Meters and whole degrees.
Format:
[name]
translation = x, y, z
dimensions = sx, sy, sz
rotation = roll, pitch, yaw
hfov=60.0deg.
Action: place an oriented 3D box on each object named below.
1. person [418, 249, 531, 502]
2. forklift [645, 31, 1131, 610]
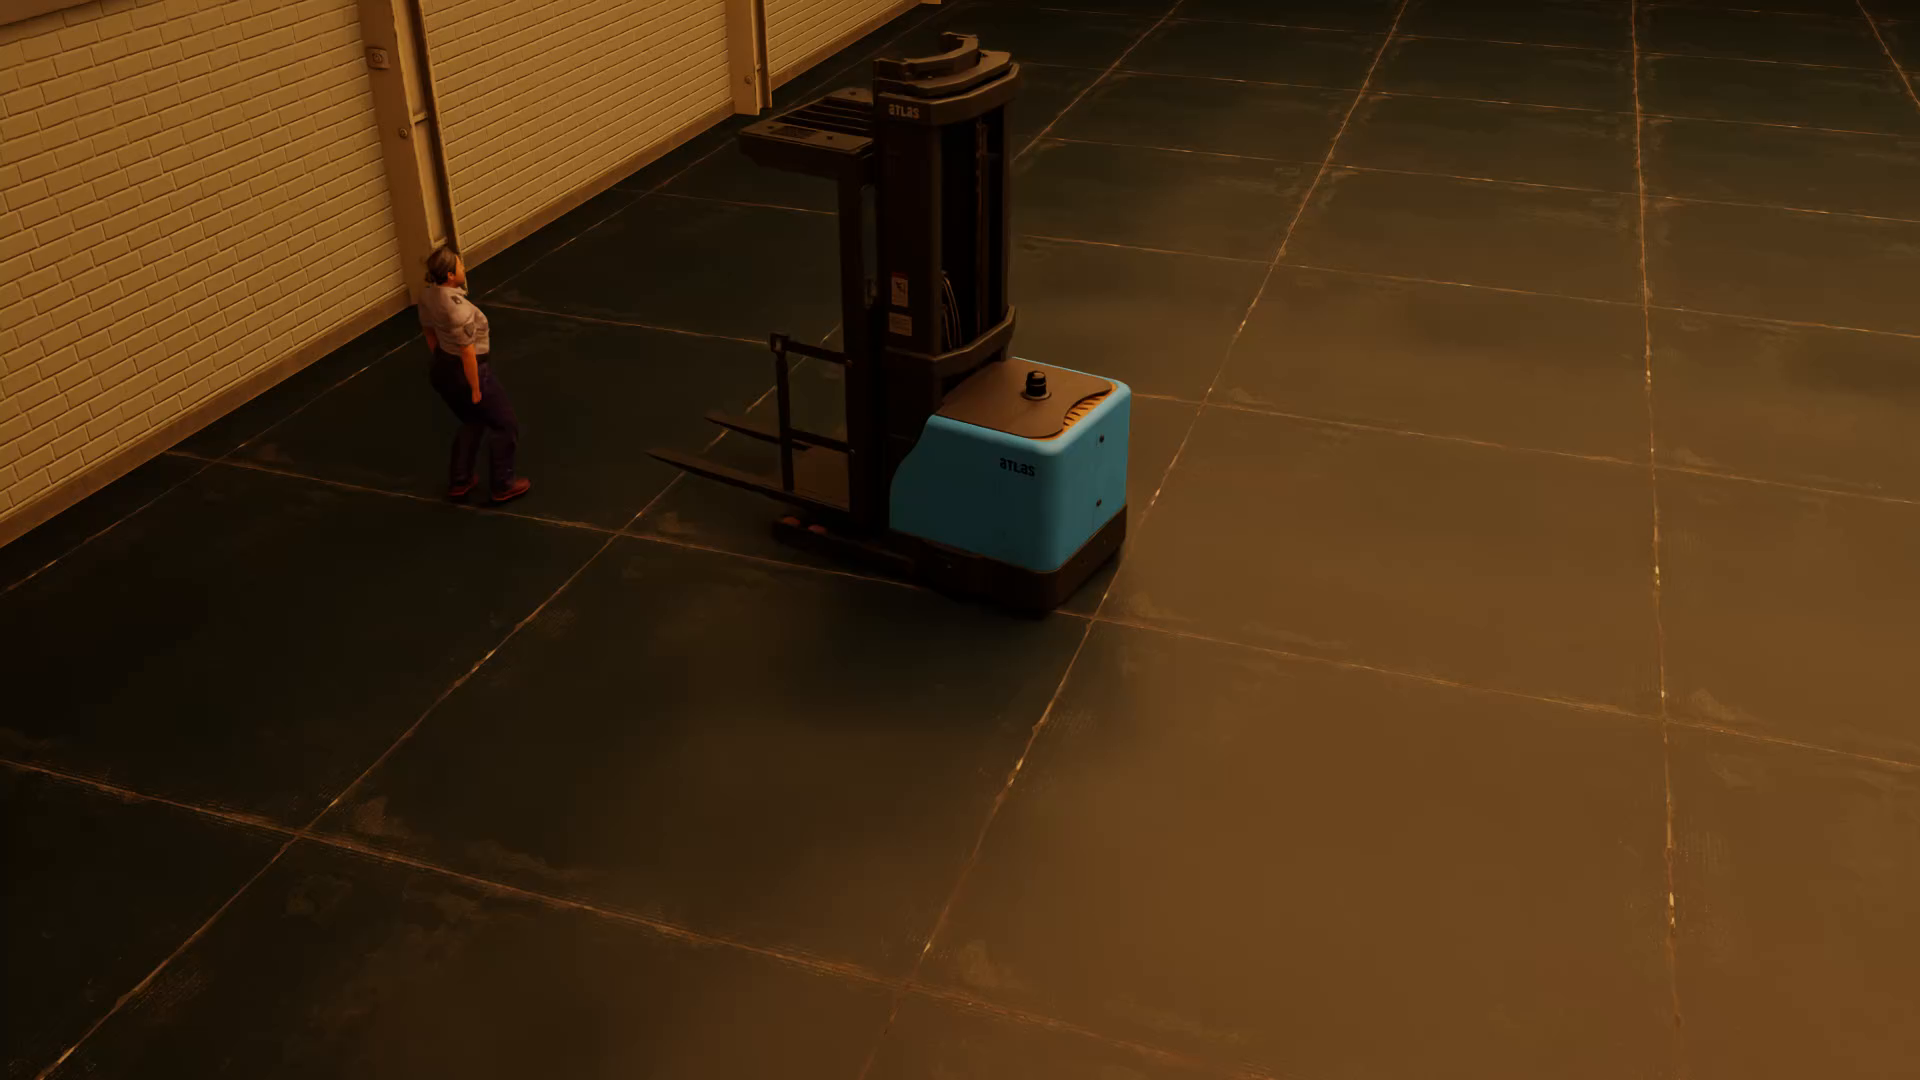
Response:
[person]
translation = -3.027, -1.026, 10.216
dimensions = 0.516, 1.622, 0.467
rotation = 26, 39, 38
[forklift]
translation = -0.541, -1.405, 9.601
dimensions = 3.031, 2.935, 1.130
rotation = 16, 33, 26
